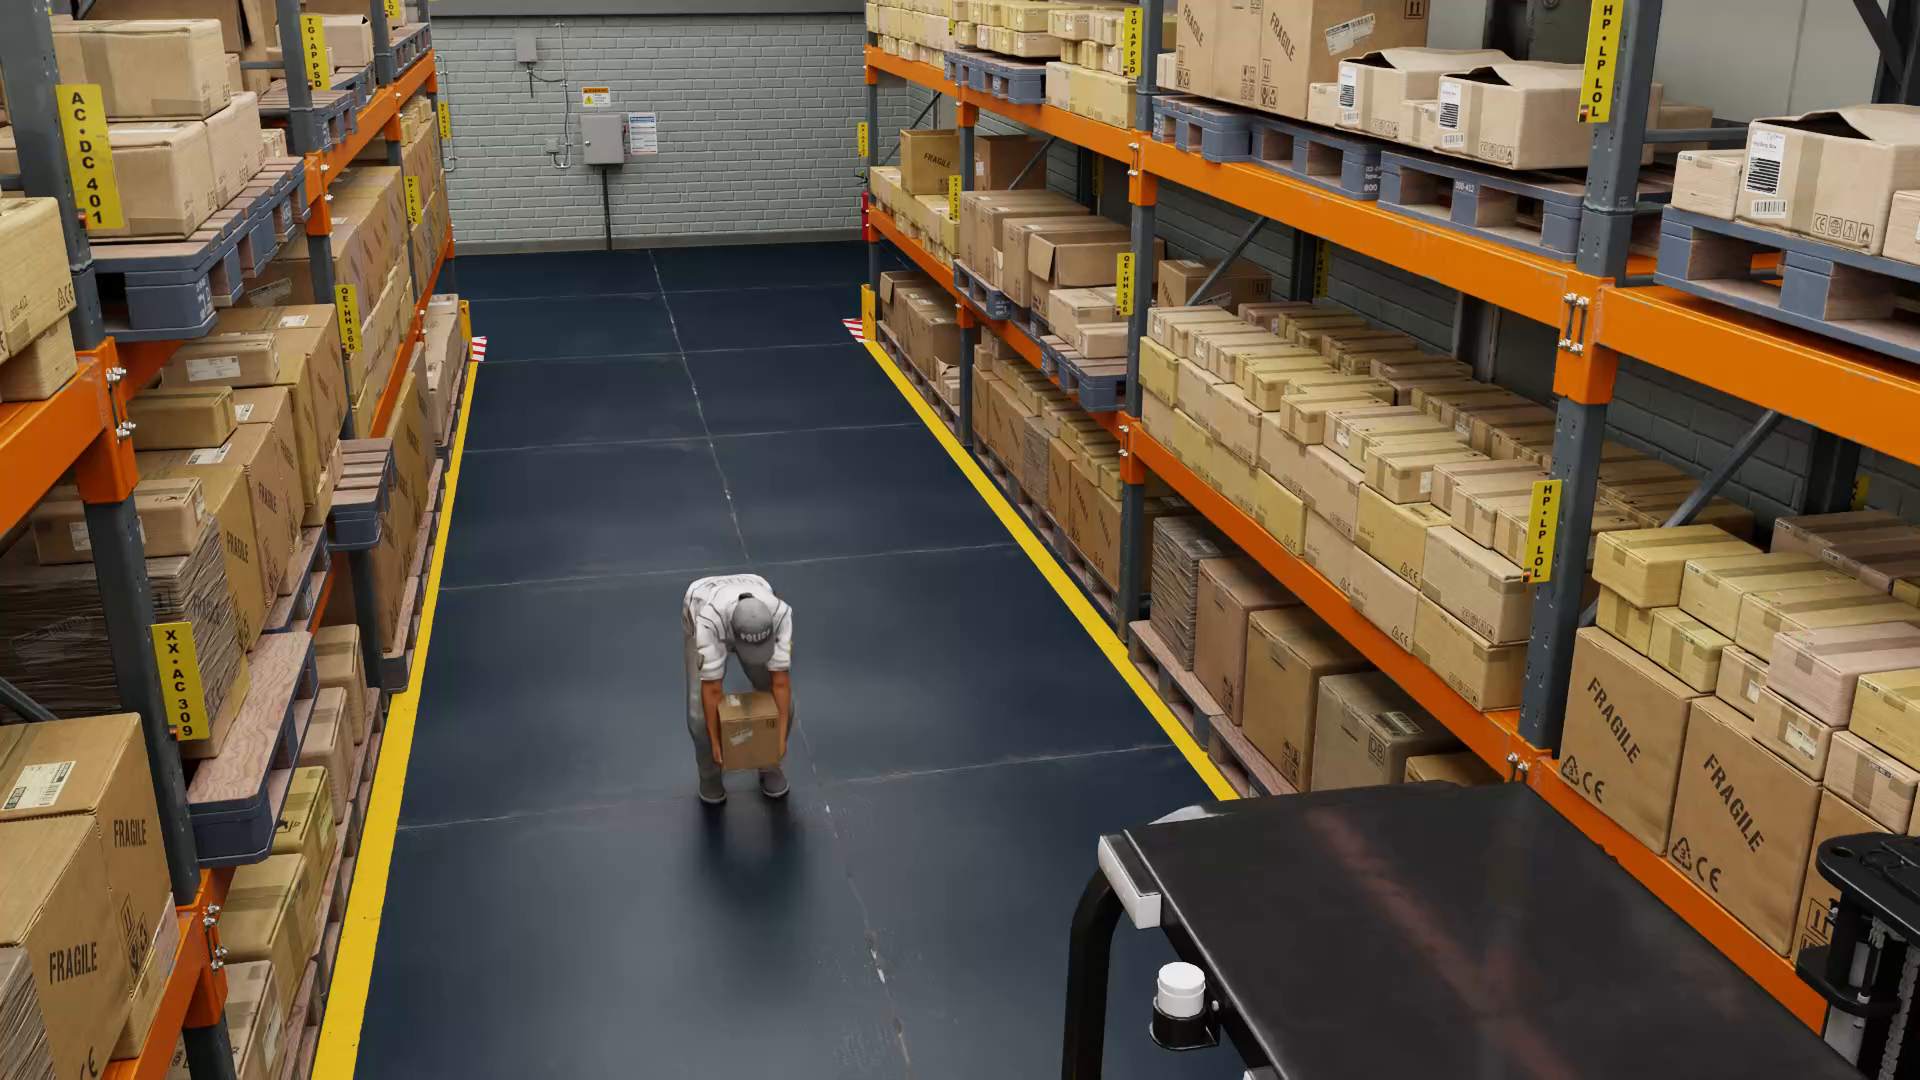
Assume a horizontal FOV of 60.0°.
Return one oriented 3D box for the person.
[{"bbox_3d":[-0.979,0.613,7.427,0.470,1.289,0.884,-5,20,-14],"label":"person"}]
